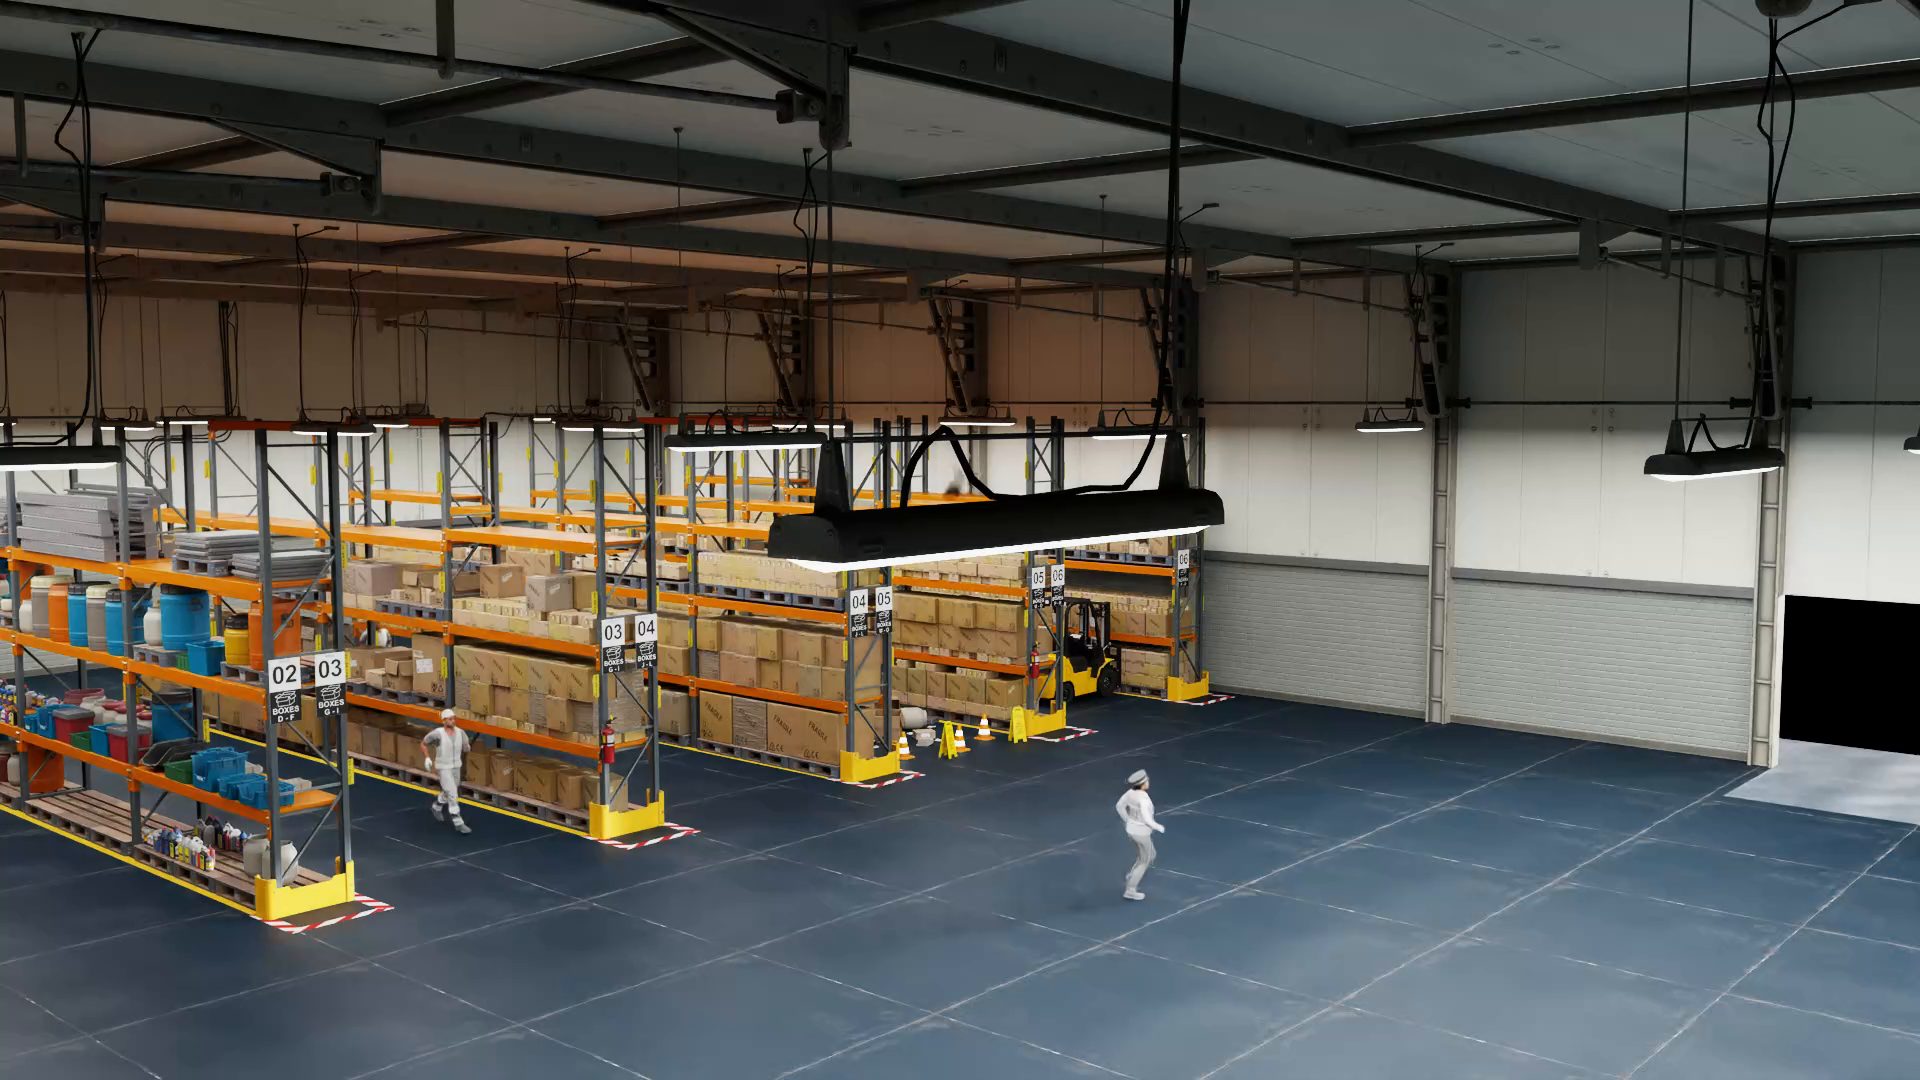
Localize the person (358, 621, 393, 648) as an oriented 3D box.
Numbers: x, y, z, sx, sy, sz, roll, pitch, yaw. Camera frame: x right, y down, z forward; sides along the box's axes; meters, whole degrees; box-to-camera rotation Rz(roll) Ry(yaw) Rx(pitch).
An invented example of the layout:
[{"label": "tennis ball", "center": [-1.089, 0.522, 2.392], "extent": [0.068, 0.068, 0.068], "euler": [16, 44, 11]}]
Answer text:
[{"label": "person", "center": [-12.346, 2.512, 35.239], "extent": [0.648, 1.795, 0.924], "euler": [-4, 6, -42]}]

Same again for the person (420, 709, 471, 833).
[{"label": "person", "center": [-7.542, 3.365, 24.507], "extent": [1.004, 1.777, 0.663], "euler": [4, 6, 37]}]

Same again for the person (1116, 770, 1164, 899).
[{"label": "person", "center": [2.322, 3.740, 21.227], "extent": [0.525, 1.659, 0.629], "euler": [-2, 5, -22]}]

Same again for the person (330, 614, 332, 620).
[{"label": "person", "center": [-13.650, 2.448, 36.260], "extent": [0.671, 1.780, 0.861], "euler": [-5, 7, -45]}]
